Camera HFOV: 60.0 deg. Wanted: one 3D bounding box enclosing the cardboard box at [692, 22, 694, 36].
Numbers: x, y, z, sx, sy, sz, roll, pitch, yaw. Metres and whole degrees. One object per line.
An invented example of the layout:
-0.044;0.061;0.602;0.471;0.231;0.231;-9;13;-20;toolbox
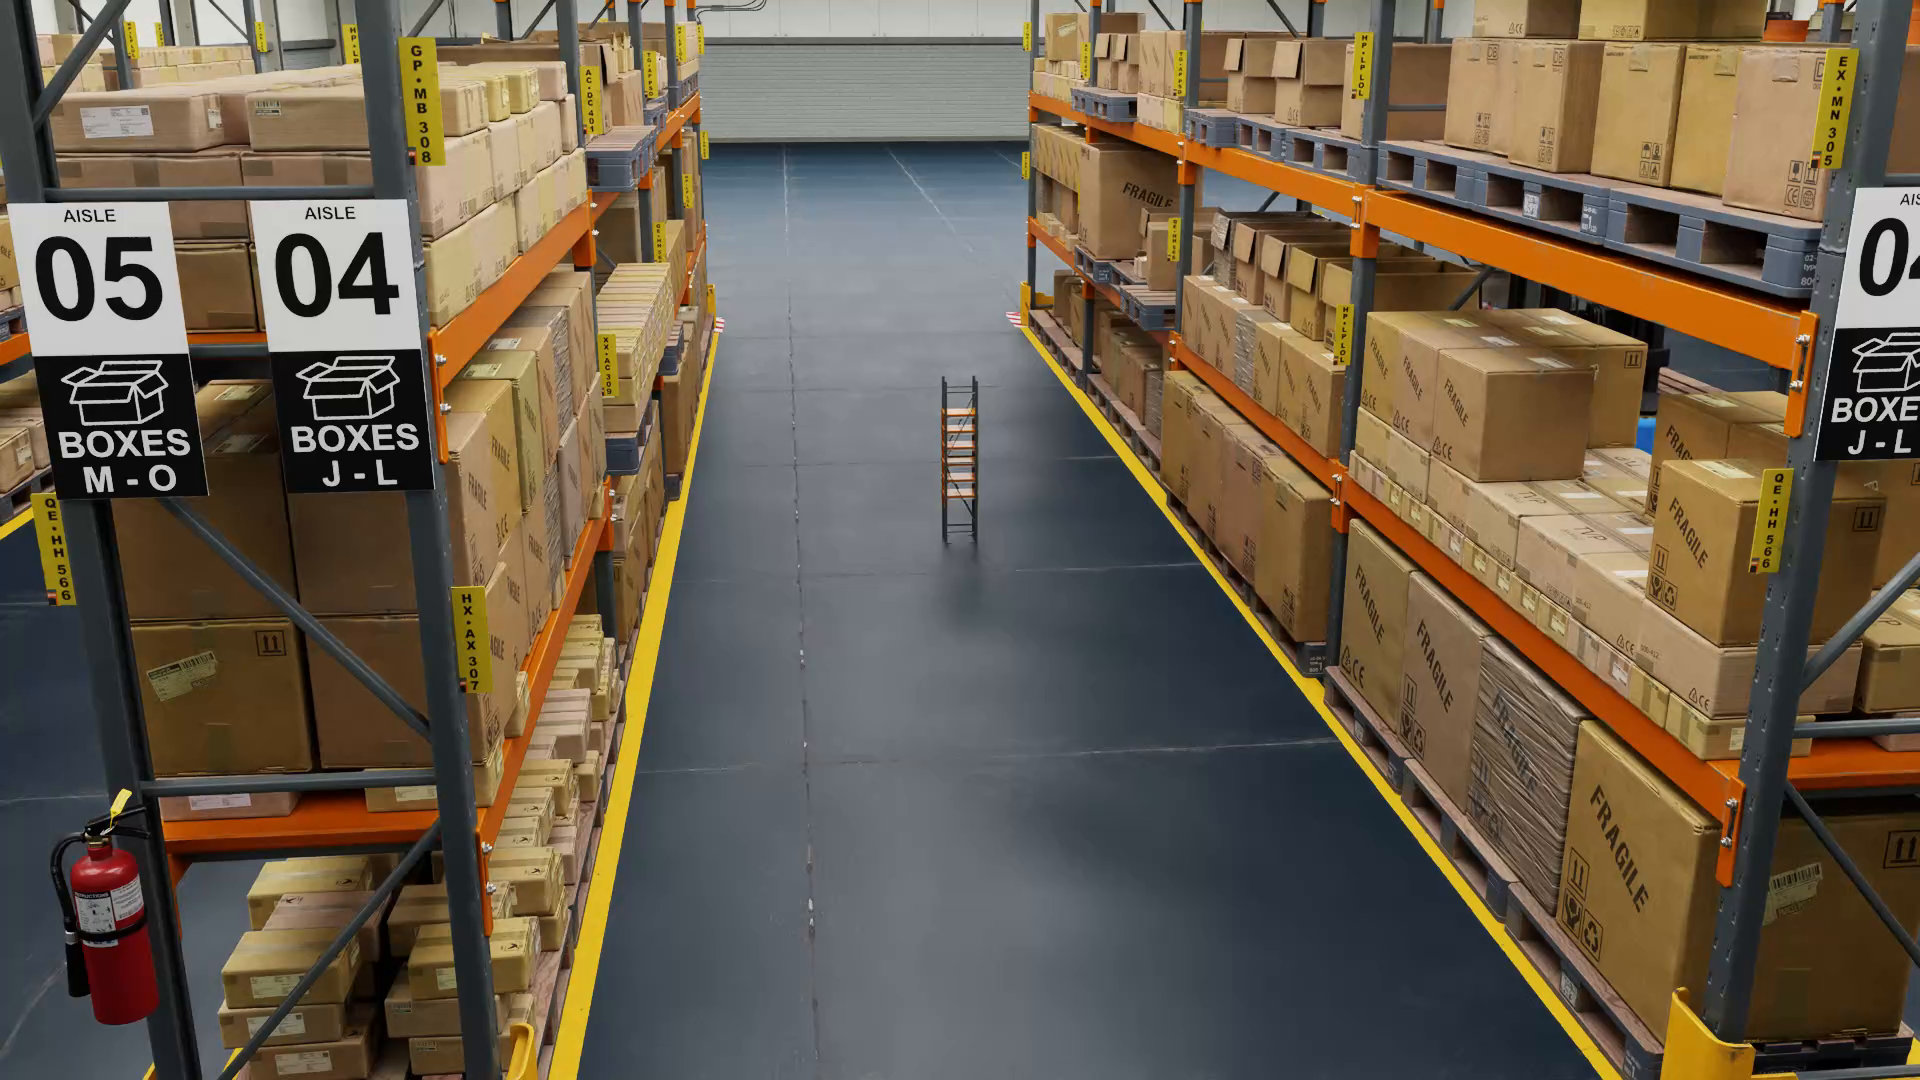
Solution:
-3.149;-5.669;18.440;0.380;0.149;0.250;-1;17;-5;cardboard box

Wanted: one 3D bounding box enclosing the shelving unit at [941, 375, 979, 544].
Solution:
-0.001;-0.577;12.011;0.258;1.200;0.189;-2;18;-6;shelving unit

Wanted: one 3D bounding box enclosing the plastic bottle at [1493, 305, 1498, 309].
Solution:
6.182;-2.580;19.207;0.097;0.271;0.097;0;17;0;plastic bottle

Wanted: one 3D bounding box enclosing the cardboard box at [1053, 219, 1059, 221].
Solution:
1.271;-3.586;19.012;0.380;0.149;0.250;-2;18;-6;cardboard box

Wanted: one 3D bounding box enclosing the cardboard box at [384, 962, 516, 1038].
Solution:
-1.749;1.573;5.720;0.380;0.149;0.250;-1;17;-3;cardboard box

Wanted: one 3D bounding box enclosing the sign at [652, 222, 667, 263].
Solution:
-2.237;-2.198;12.370;0.100;0.325;0.005;-2;18;-6;sign

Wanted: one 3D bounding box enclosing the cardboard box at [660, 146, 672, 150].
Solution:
-3.364;-3.714;16.945;0.875;0.550;0.550;-2;18;-6;cardboard box

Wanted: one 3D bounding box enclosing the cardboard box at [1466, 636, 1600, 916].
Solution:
2.754;0.950;6.988;0.875;0.875;0.875;-2;18;-6;cardboard box

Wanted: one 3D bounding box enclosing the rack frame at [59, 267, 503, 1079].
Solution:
-1.950;0.719;4.878;1.000;3.000;0.127;-2;18;-6;rack frame

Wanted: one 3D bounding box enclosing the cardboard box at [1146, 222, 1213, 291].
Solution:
1.916;-2.358;13.812;0.700;0.500;0.500;1;17;3;cardboard box

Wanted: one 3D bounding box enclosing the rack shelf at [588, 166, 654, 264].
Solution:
-2.569;-2.156;10.230;1.077;0.370;4.000;-2;18;-6;rack shelf

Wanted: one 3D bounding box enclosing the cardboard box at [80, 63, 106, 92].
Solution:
-7.897;-4.063;14.653;0.500;0.250;0.500;-2;18;-7;cardboard box

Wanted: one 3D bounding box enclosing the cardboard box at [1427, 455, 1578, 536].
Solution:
2.475;-0.215;7.608;0.500;0.250;0.500;-1;17;-4;cardboard box

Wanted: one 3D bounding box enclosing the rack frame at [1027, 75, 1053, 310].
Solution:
1.344;-4.171;20.454;1.000;3.000;0.127;-2;18;-6;rack frame

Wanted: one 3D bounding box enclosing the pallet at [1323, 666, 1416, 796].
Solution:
2.582;0.964;8.754;1.003;0.211;1.213;-2;18;-6;pallet

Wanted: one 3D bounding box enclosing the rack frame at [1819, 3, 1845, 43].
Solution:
7.095;-4.802;12.451;1.000;3.000;0.127;-2;18;-6;rack frame

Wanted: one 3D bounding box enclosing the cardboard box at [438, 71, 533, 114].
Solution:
-1.853;-1.716;6.379;0.380;0.149;0.250;-2;18;-7;cardboard box

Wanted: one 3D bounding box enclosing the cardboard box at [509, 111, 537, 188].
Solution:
-1.886;-1.474;6.274;0.500;0.250;0.500;-2;18;-8;cardboard box

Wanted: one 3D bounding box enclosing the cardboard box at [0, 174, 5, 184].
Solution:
-8.404;-3.221;14.982;0.380;0.149;0.250;-2;18;-6;cardboard box

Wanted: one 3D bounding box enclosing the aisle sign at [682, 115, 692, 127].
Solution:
-3.309;-5.318;19.769;0.394;0.787;0.004;-2;18;-6;aisle sign

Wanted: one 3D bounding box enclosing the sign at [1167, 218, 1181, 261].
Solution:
1.630;-2.282;12.638;0.100;0.325;0.005;-2;18;-6;sign

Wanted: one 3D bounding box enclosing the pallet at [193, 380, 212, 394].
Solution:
-8.206;-1.541;16.734;1.003;0.211;1.213;-2;18;-6;pallet

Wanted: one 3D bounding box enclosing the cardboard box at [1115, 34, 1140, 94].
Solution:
1.804;-4.236;14.780;0.797;0.503;0.637;-1;17;-3;cardboard box

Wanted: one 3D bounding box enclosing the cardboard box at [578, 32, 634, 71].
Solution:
-2.475;-3.396;11.532;0.396;0.266;0.258;-2;18;-6;cardboard box

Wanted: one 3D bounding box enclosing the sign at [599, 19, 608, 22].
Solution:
-4.153;-5.918;19.421;0.100;0.325;0.005;-2;18;-6;sign

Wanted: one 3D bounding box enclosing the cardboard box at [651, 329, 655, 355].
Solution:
-2.086;-1.217;10.267;0.380;0.149;0.250;-2;18;-7;cardboard box

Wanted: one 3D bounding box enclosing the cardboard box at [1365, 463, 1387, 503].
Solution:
2.308;-0.299;8.541;0.380;0.149;0.250;-2;18;-7;cardboard box

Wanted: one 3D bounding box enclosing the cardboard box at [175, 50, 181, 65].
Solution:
-7.959;-4.775;16.460;0.380;0.149;0.250;-2;18;-7;cardboard box

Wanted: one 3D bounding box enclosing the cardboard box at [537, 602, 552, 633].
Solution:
-1.869;0.270;6.730;0.380;0.149;0.250;-1;17;-4;cardboard box

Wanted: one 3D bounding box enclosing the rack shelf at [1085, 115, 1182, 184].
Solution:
1.962;-3.471;14.418;1.077;0.370;4.000;-2;18;-6;rack shelf

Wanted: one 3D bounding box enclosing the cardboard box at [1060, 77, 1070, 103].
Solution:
1.348;-4.774;17.618;0.500;0.250;0.500;-2;18;-6;cardboard box

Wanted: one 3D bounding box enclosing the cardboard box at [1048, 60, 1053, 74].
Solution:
1.199;-5.324;18.704;0.380;0.149;0.250;-2;18;-6;cardboard box

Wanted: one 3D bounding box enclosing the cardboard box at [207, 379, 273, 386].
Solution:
-2.360;-0.381;6.051;0.500;0.500;0.500;-1;17;-3;cardboard box

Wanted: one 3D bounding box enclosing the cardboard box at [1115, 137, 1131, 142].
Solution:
1.909;-3.936;17.375;0.500;0.500;0.500;-2;18;-6;cardboard box

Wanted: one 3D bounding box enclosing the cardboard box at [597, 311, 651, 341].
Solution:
-2.055;-1.278;9.966;0.380;0.149;0.250;-2;18;-6;cardboard box

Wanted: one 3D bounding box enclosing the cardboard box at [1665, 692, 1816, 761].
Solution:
2.630;0.620;5.613;0.380;0.149;0.250;-1;17;-5;cardboard box

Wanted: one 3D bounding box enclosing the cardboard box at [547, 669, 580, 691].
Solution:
-2.019;0.730;7.908;0.380;0.149;0.250;-1;17;-4;cardboard box

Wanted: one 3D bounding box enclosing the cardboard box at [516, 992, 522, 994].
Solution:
-1.794;1.638;6.011;0.380;0.149;0.250;-2;18;-6;cardboard box

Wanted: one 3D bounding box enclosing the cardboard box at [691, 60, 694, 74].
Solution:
-3.098;-5.140;18.084;0.380;0.149;0.250;-2;18;-5;cardboard box

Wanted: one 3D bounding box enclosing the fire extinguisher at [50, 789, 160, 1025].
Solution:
-2.383;1.024;4.661;0.296;0.674;0.183;-2;18;-6;fire extinguisher

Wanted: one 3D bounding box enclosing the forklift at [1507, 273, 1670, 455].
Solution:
4.512;-1.622;12.450;1.130;2.935;3.031;-2;18;-7;forklift

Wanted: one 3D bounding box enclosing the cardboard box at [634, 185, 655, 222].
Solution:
-2.973;-2.778;14.183;0.700;0.500;0.500;-2;18;-6;cardboard box

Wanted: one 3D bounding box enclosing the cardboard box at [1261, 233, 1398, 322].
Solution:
2.368;-1.701;10.747;0.797;0.503;0.637;-1;17;-4;cardboard box

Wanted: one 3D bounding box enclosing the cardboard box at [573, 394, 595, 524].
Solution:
-1.979;-0.372;7.690;0.500;0.500;0.500;-2;18;-7;cardboard box

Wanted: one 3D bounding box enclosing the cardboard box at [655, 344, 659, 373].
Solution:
-2.109;-1.148;10.545;0.380;0.149;0.250;-3;18;-8;cardboard box

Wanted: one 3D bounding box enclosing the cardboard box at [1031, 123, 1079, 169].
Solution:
1.129;-4.665;19.696;0.500;0.500;0.500;-2;18;-6;cardboard box

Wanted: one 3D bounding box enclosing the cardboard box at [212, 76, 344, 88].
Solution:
-2.377;-1.541;5.821;0.380;0.149;0.250;-1;17;-4;cardboard box

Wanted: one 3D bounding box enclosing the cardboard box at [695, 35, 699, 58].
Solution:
-3.272;-5.660;19.075;0.500;0.250;0.500;-2;17;-5;cardboard box

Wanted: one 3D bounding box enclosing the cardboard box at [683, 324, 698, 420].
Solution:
-2.939;-1.513;15.044;1.050;0.750;0.750;-2;18;-6;cardboard box

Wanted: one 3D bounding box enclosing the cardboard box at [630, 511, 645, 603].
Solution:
-2.231;0.134;10.214;0.500;0.500;0.500;-1;17;-3;cardboard box

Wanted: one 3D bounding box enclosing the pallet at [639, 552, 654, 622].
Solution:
-2.573;0.262;10.990;1.003;0.211;1.213;-2;18;-6;pallet
